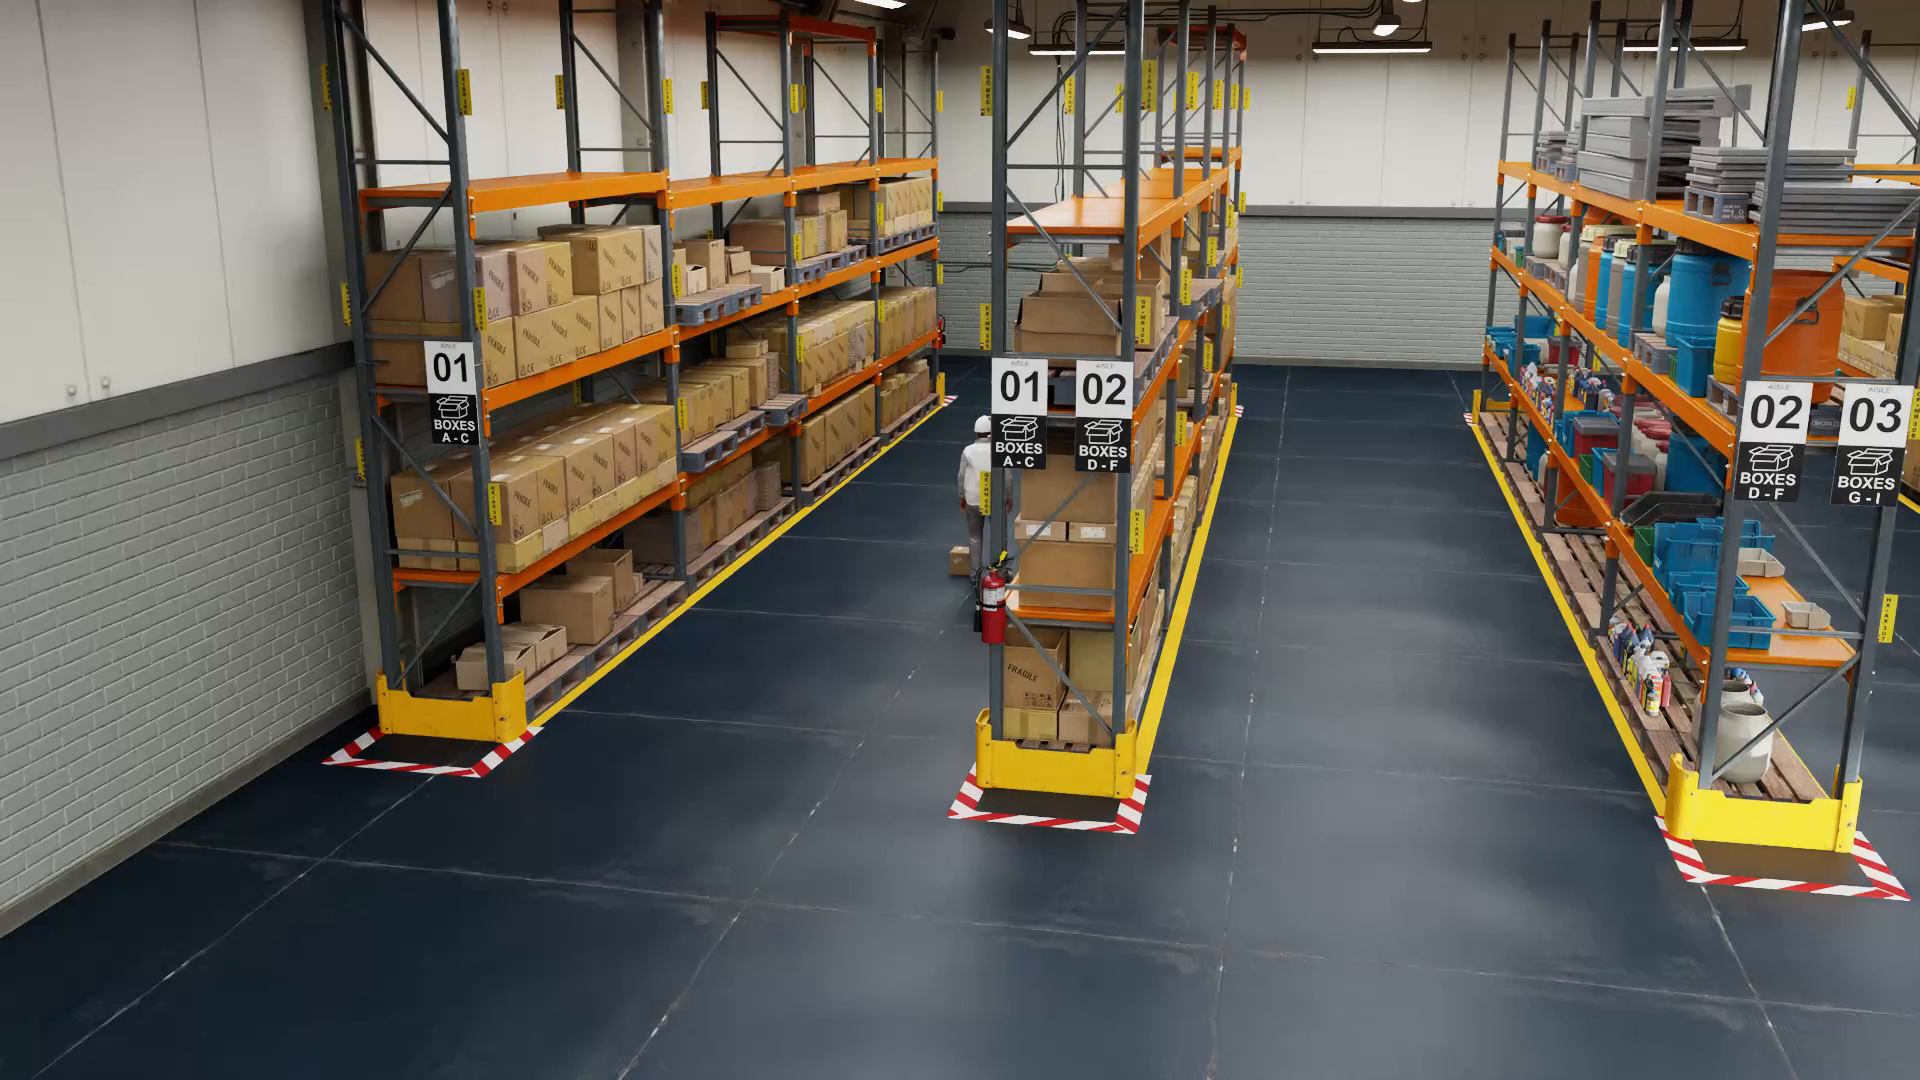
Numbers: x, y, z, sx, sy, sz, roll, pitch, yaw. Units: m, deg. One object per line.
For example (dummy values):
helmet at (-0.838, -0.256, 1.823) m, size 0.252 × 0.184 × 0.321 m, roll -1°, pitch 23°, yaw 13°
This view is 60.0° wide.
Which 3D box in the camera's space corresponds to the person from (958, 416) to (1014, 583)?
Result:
person at (0.275, -0.428, 17.609) m, size 0.594 × 1.770 × 0.457 m, roll 2°, pitch 15°, yaw 8°
